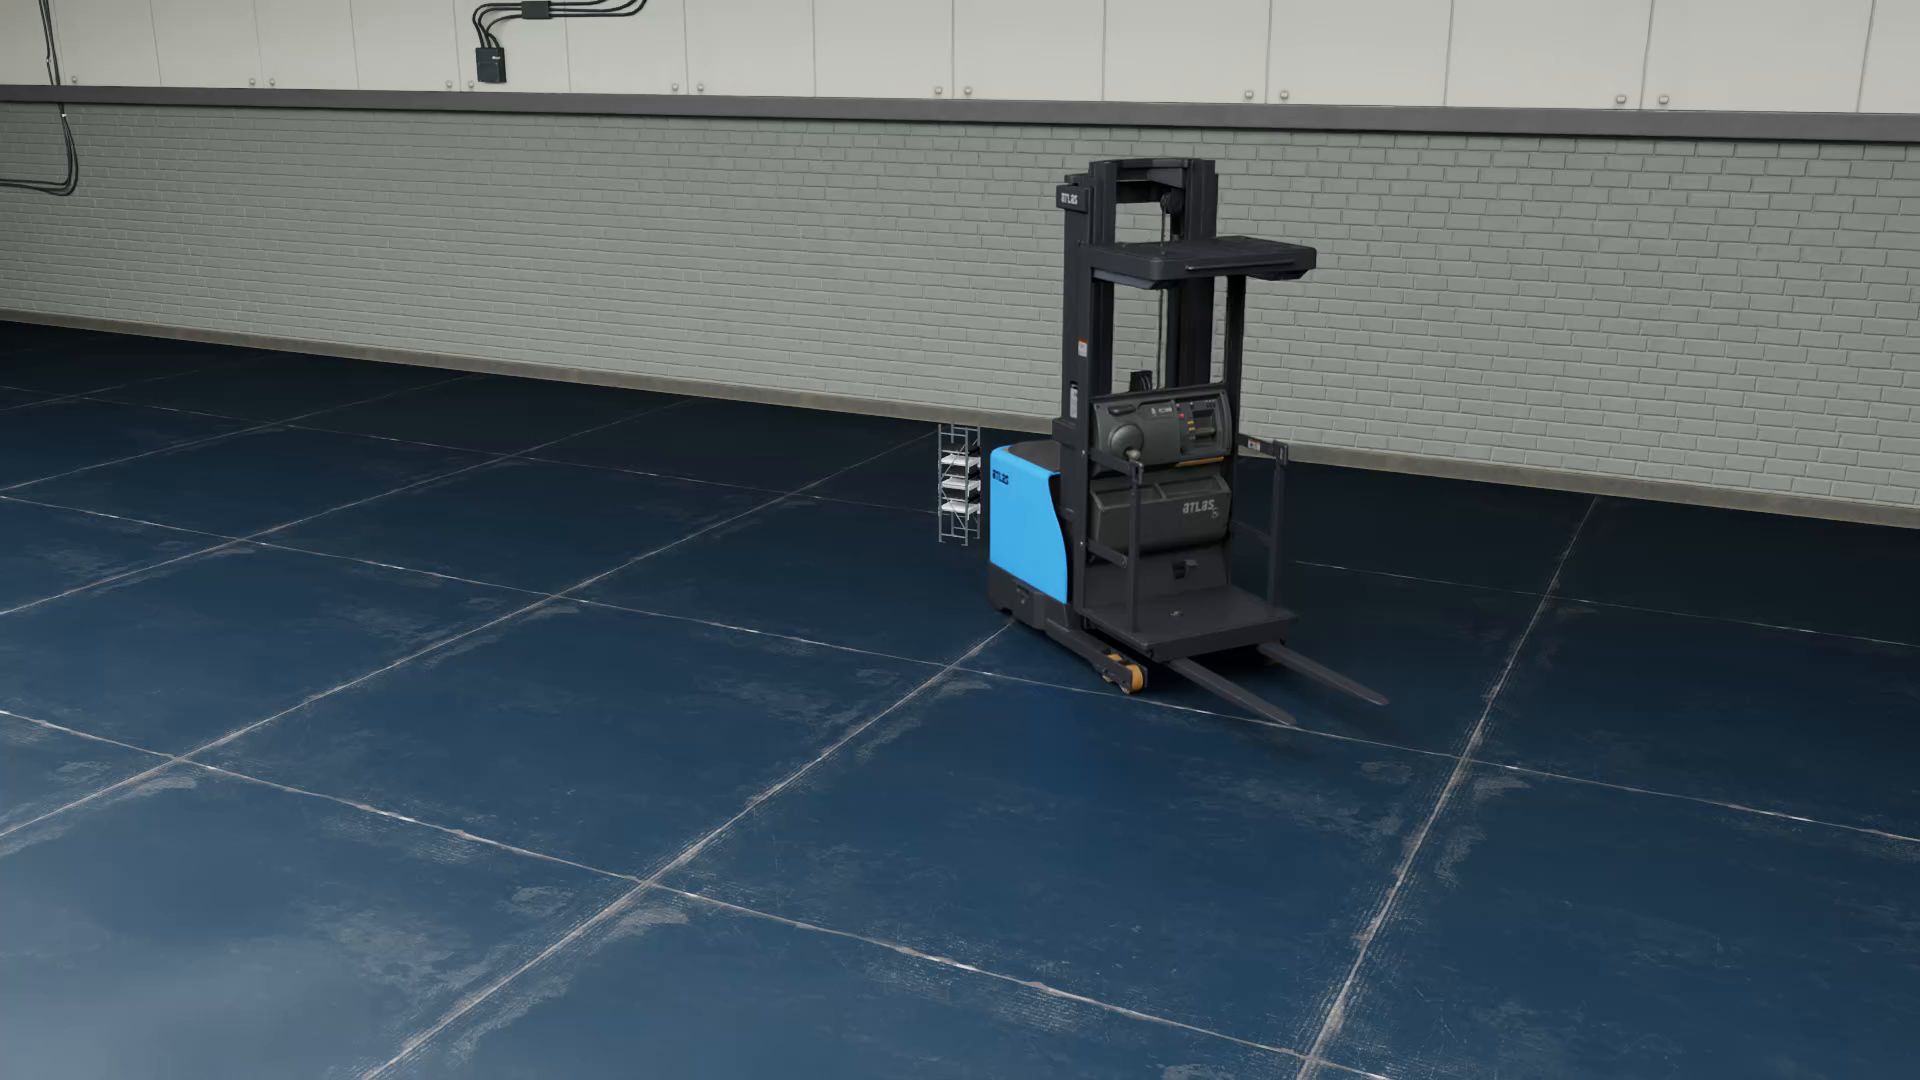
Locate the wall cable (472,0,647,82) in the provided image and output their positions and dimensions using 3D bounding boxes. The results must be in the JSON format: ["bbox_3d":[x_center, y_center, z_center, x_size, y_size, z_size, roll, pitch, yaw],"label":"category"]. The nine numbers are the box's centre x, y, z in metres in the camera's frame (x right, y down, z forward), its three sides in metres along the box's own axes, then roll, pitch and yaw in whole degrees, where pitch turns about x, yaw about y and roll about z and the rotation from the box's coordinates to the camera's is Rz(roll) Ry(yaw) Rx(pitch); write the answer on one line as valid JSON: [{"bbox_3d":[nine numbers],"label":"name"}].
[{"bbox_3d":[-4.120,-7.649,16.500,2.305,6.003,0.169,8,18,25],"label":"wall cable"}]

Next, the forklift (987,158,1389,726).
[{"bbox_3d":[1.299,-0.668,9.625,1.130,2.935,3.031,-8,18,-26],"label":"forklift"}]

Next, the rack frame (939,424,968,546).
[{"bbox_3d":[-0.049,-0.403,12.302,0.240,0.900,0.006,8,18,25],"label":"rack frame"}]

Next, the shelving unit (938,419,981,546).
[{"bbox_3d":[-0.004,-0.429,12.389,0.258,0.900,0.210,8,18,25],"label":"shelving unit"}]

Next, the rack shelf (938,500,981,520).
[{"bbox_3d":[-0.004,-0.225,12.450,0.258,0.077,0.200,8,18,25],"label":"rack shelf"}]

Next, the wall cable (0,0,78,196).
[{"bbox_3d":[-12.606,-5.742,21.506,3.097,2.526,0.112,8,18,25],"label":"wall cable"}]

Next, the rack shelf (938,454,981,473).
[{"bbox_3d":[-0.004,-0.570,12.348,0.258,0.077,0.200,8,18,25],"label":"rack shelf"}]

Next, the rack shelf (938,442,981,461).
[{"bbox_3d":[-0.004,-0.656,12.322,0.258,0.077,0.200,8,18,25],"label":"rack shelf"}]

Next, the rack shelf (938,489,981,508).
[{"bbox_3d":[-0.004,-0.311,12.424,0.258,0.077,0.200,8,18,25],"label":"rack shelf"}]

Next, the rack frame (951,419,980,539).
[{"bbox_3d":[0.042,-0.455,12.476,0.240,0.900,0.006,8,18,25],"label":"rack frame"}]

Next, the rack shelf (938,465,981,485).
[{"bbox_3d":[-0.004,-0.484,12.373,0.258,0.077,0.200,8,18,25],"label":"rack shelf"}]

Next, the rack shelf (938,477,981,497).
[{"bbox_3d":[-0.004,-0.397,12.399,0.258,0.077,0.200,8,18,25],"label":"rack shelf"}]
